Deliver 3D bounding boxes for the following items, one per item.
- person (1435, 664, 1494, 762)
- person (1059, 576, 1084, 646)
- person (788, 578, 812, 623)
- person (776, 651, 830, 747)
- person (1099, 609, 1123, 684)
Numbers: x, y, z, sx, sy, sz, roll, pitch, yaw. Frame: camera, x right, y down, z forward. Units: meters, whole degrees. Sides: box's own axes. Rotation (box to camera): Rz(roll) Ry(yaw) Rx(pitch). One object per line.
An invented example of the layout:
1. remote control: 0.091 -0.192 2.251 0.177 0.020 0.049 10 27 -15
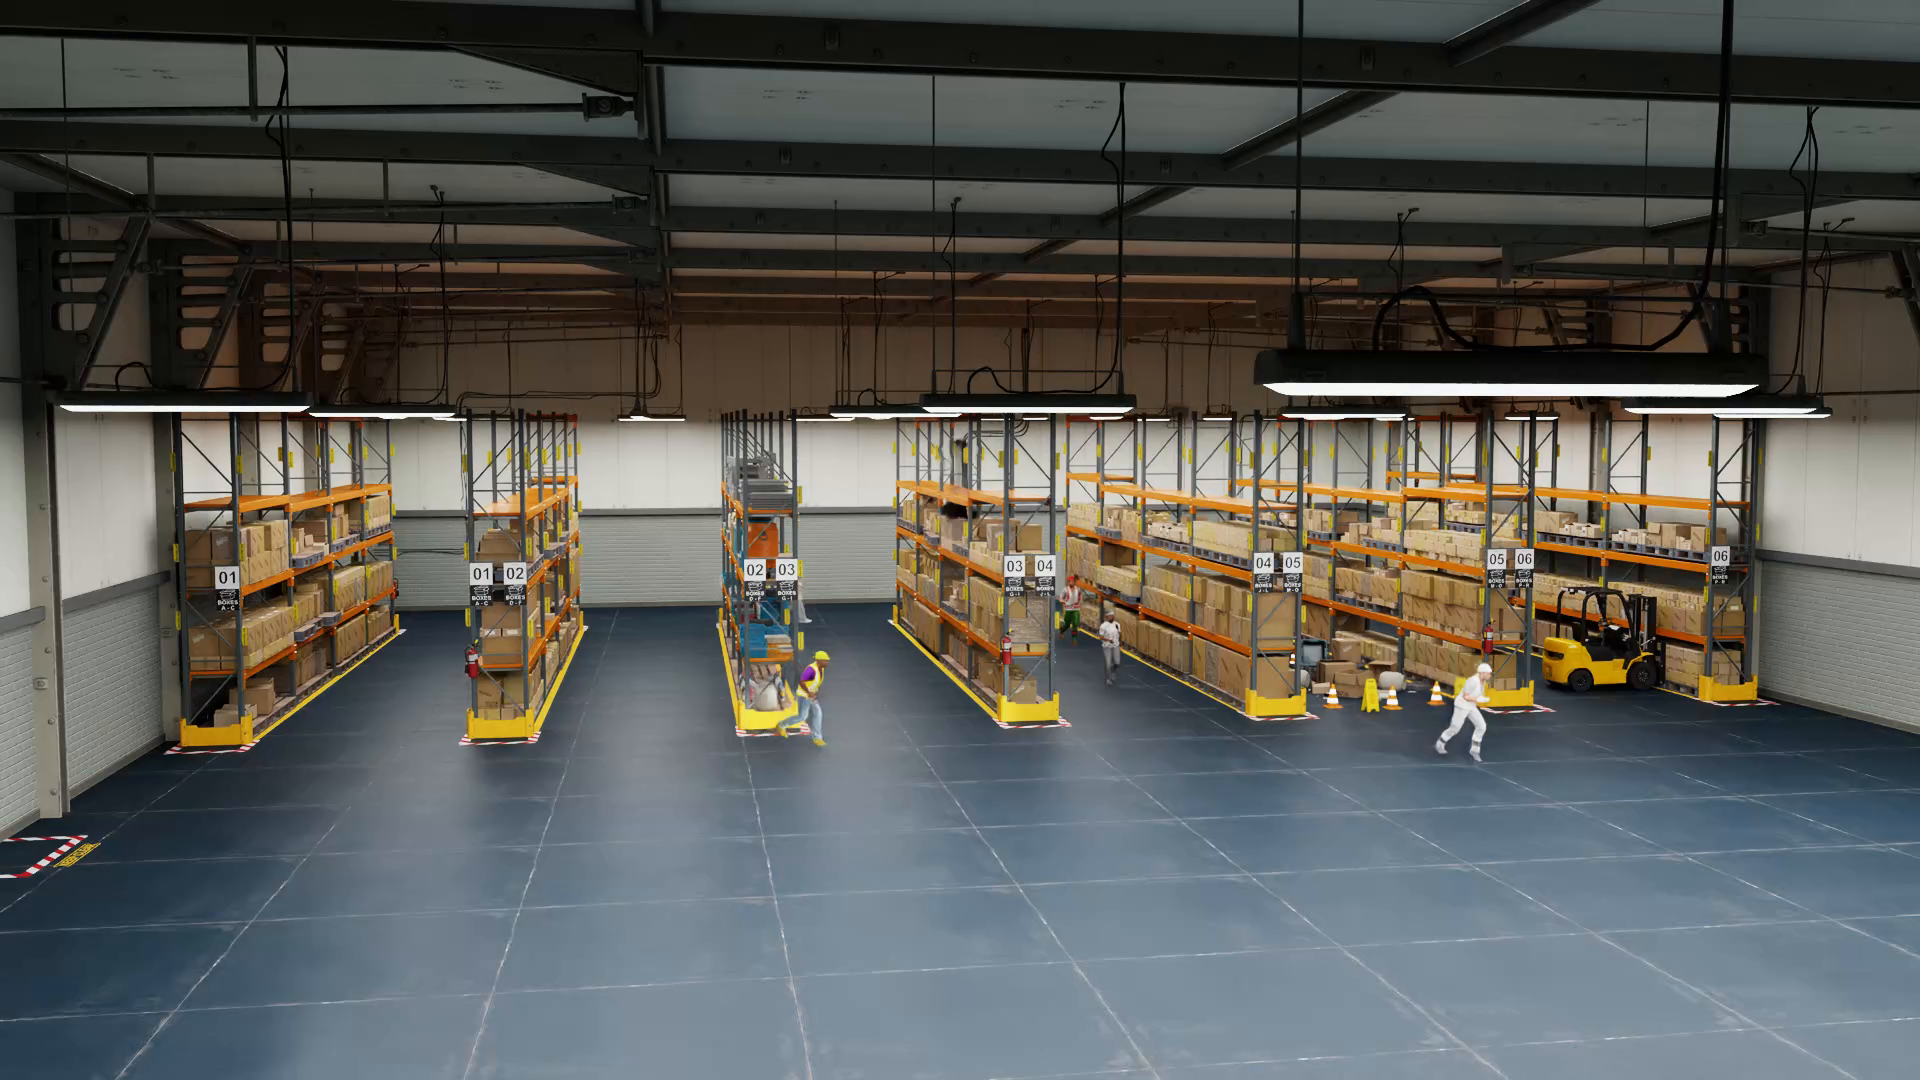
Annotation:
1. person: 8.609 2.932 28.371 1.026 1.721 0.707 4 5 42
2. person: 2.878 1.826 43.186 0.640 1.786 0.956 -1 4 -12
3. person: -4.771 1.530 47.719 0.929 1.722 0.774 2 4 25
4. person: -2.796 2.826 29.709 1.029 1.708 0.722 1 4 11
5. person: 3.339 2.348 36.484 0.562 1.662 0.562 -1 4 -11
